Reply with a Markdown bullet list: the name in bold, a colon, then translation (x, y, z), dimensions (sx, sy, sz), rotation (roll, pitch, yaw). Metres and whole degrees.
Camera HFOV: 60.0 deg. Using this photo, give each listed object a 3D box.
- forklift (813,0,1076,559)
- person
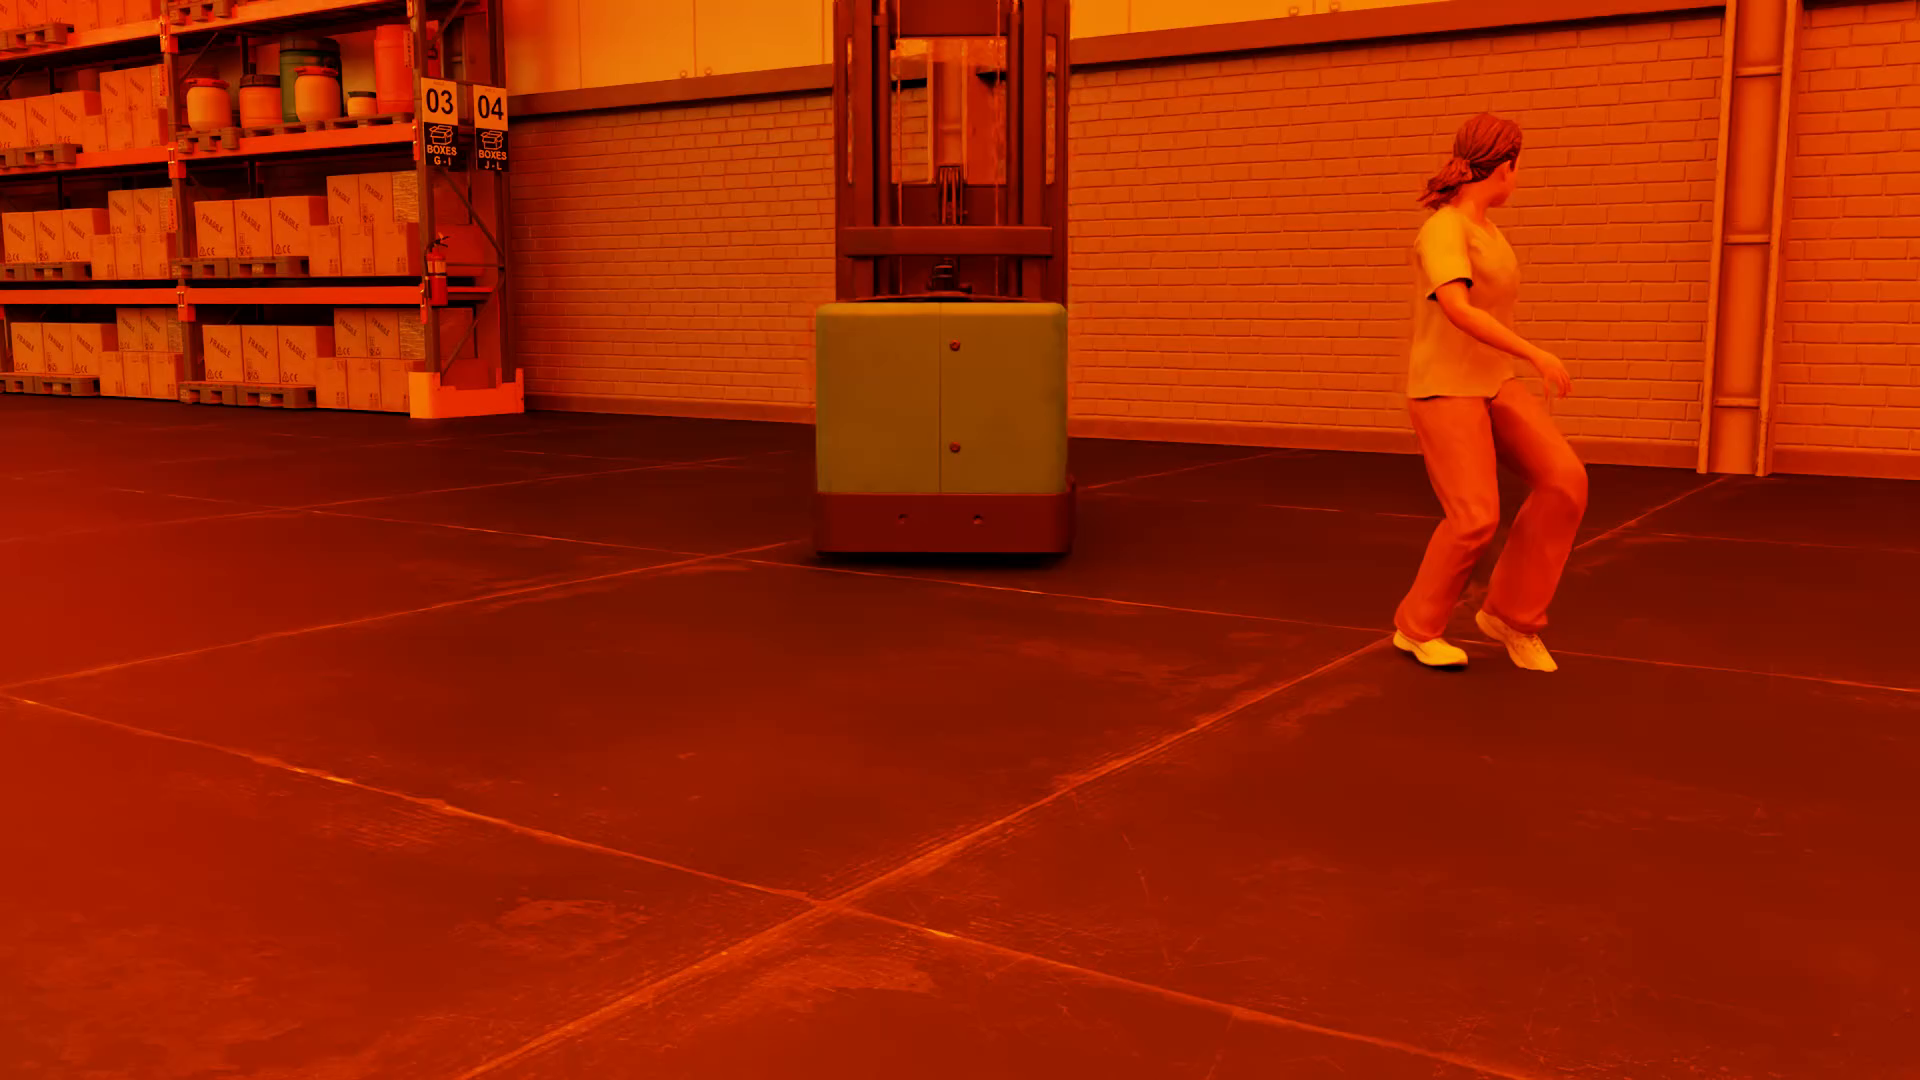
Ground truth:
- **forklift**: translation (-0.032, -1.541, 8.032), dimensions (1.130, 2.935, 3.031), rotation (0, 8, 2)
- **person**: translation (1.498, -0.460, 4.904), dimensions (0.585, 1.544, 0.700), rotation (-7, 10, -39)
